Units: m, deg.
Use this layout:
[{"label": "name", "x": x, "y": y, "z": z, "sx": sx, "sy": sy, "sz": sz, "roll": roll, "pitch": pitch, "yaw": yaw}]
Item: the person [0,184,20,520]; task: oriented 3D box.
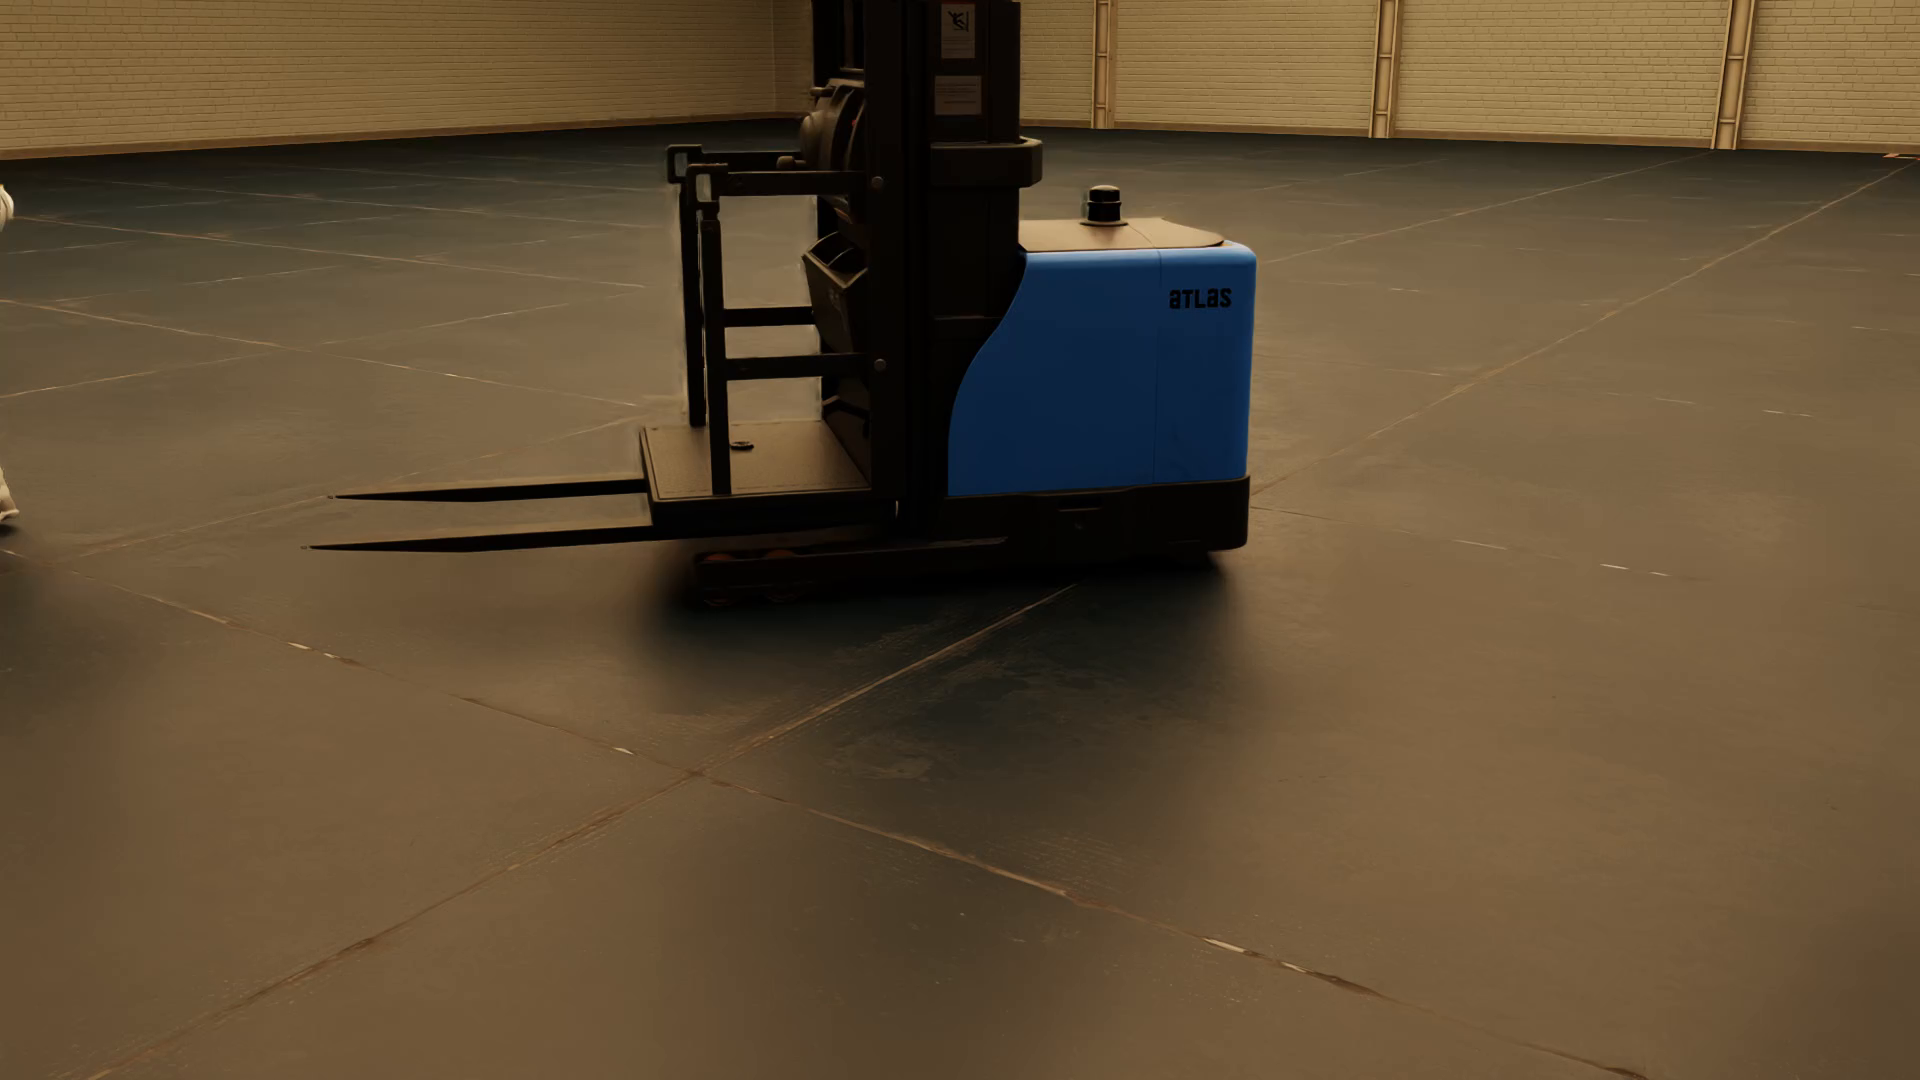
[{"label": "person", "x": -3.562, "y": -0.794, "z": 5.859, "sx": 0.760, "sy": 1.557, "sz": 1.085, "roll": 0, "pitch": 17, "yaw": -1}]

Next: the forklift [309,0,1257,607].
[{"label": "forklift", "x": -0.594, "y": -1.359, "z": 5.377, "sx": 3.031, "sy": 2.935, "sz": 1.130, "roll": -4, "pitch": 17, "yaw": -12}]
